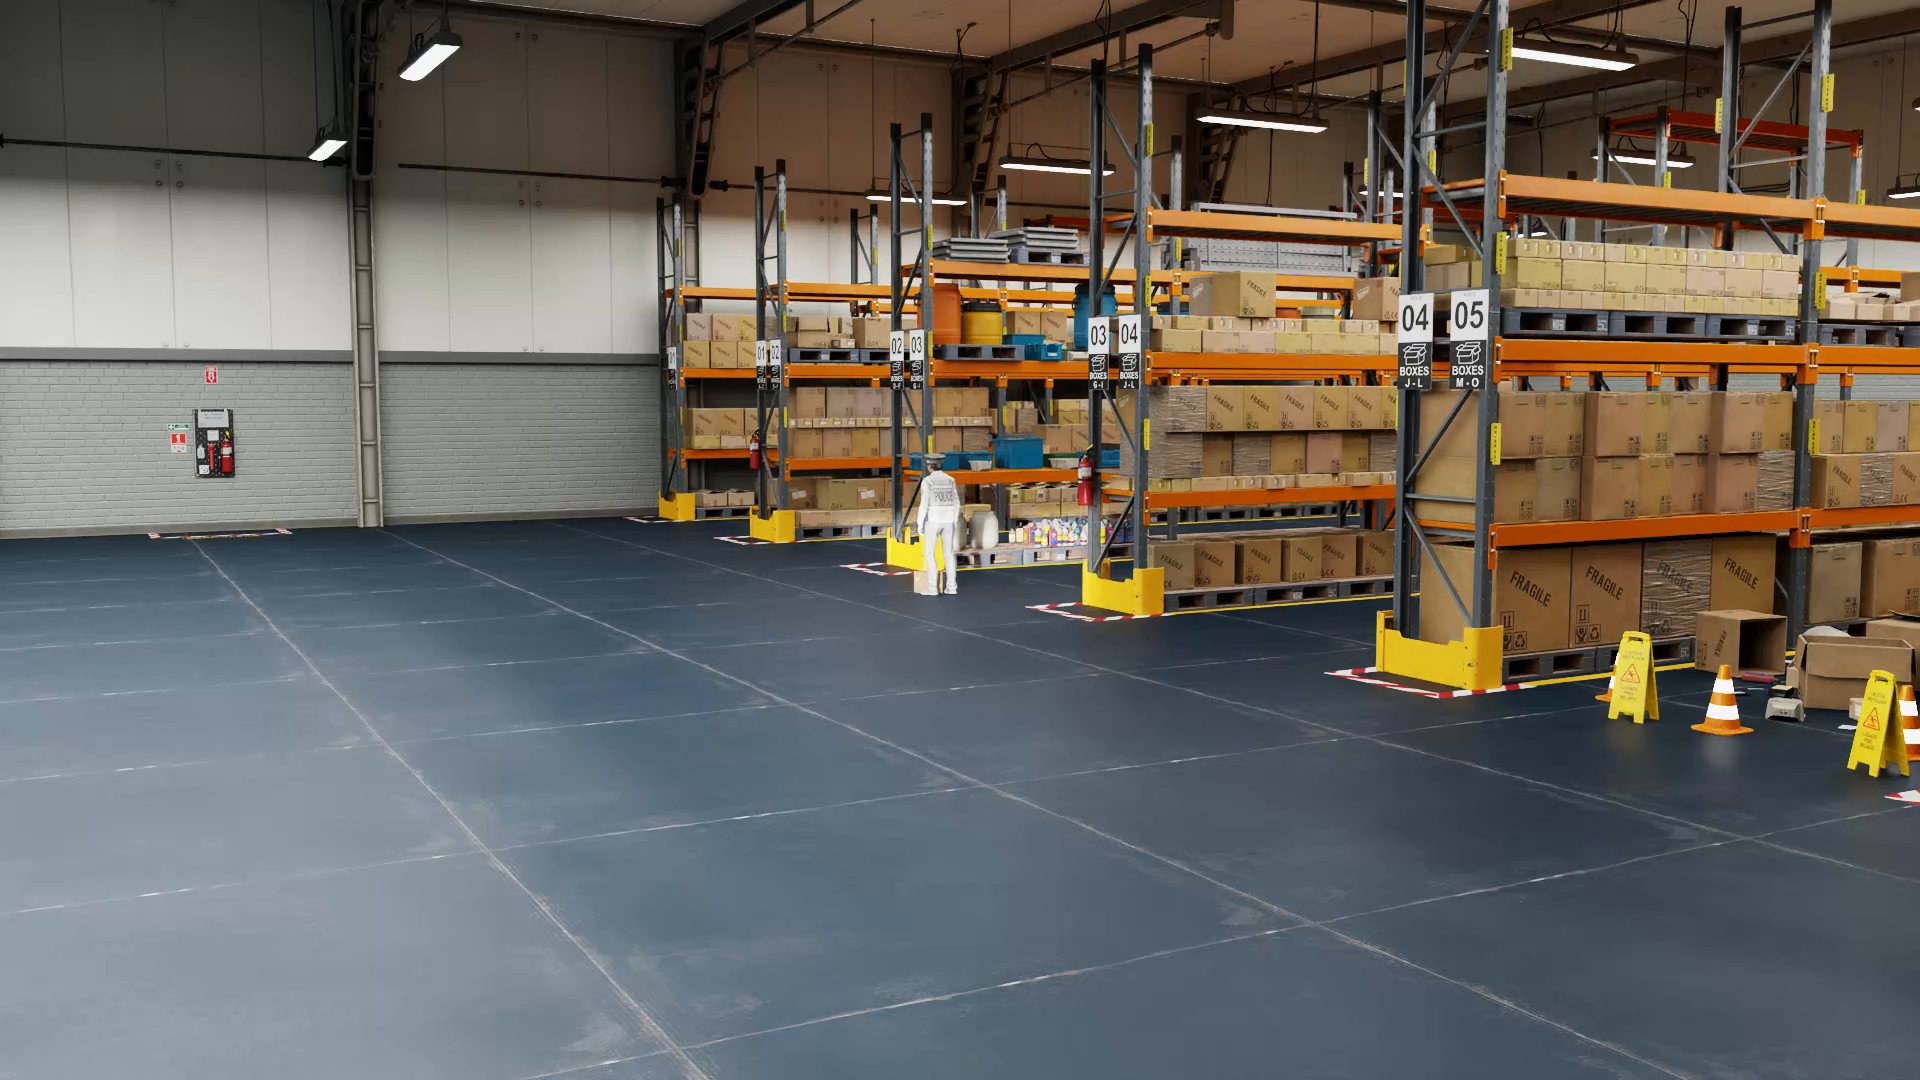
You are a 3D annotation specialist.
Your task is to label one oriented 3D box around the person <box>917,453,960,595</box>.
[{"bbox_3d":[-0.252,-0.184,19.533,0.530,1.664,0.371,-3,6,-28],"label":"person"}]
